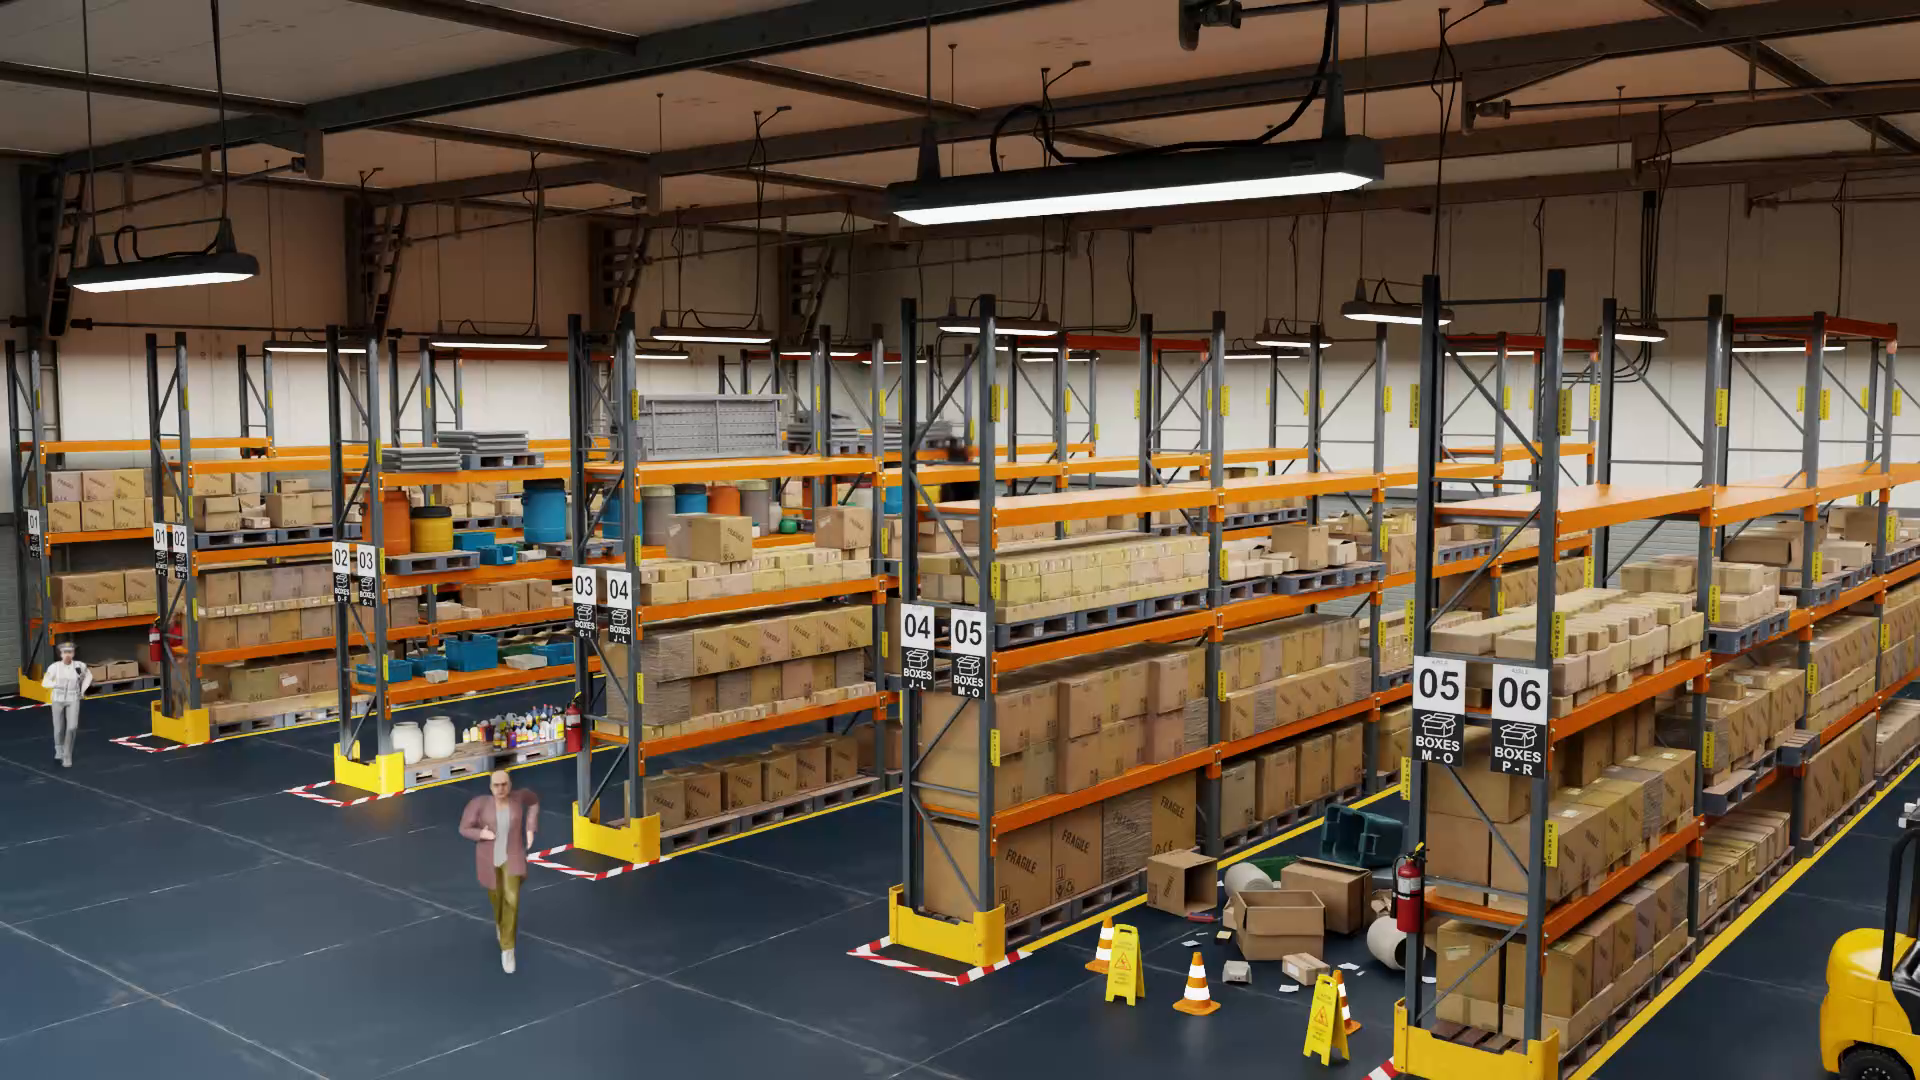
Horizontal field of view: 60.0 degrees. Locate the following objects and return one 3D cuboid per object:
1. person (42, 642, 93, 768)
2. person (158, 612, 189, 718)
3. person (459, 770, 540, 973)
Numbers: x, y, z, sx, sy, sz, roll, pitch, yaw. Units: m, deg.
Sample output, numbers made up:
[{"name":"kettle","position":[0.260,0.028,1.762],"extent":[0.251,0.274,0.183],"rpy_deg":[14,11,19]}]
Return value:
[{"name":"person","position":[-12.331,2.269,22.992],"extent":[0.613,1.748,0.724],"rpy_deg":[-2,6,-25]},{"name":"person","position":[-12.326,1.973,26.287],"extent":[0.684,1.696,0.642],"rpy_deg":[4,7,40]},{"name":"person","position":[-4.189,2.938,15.182],"extent":[0.699,1.802,1.044],"rpy_deg":[-1,5,-12]}]
